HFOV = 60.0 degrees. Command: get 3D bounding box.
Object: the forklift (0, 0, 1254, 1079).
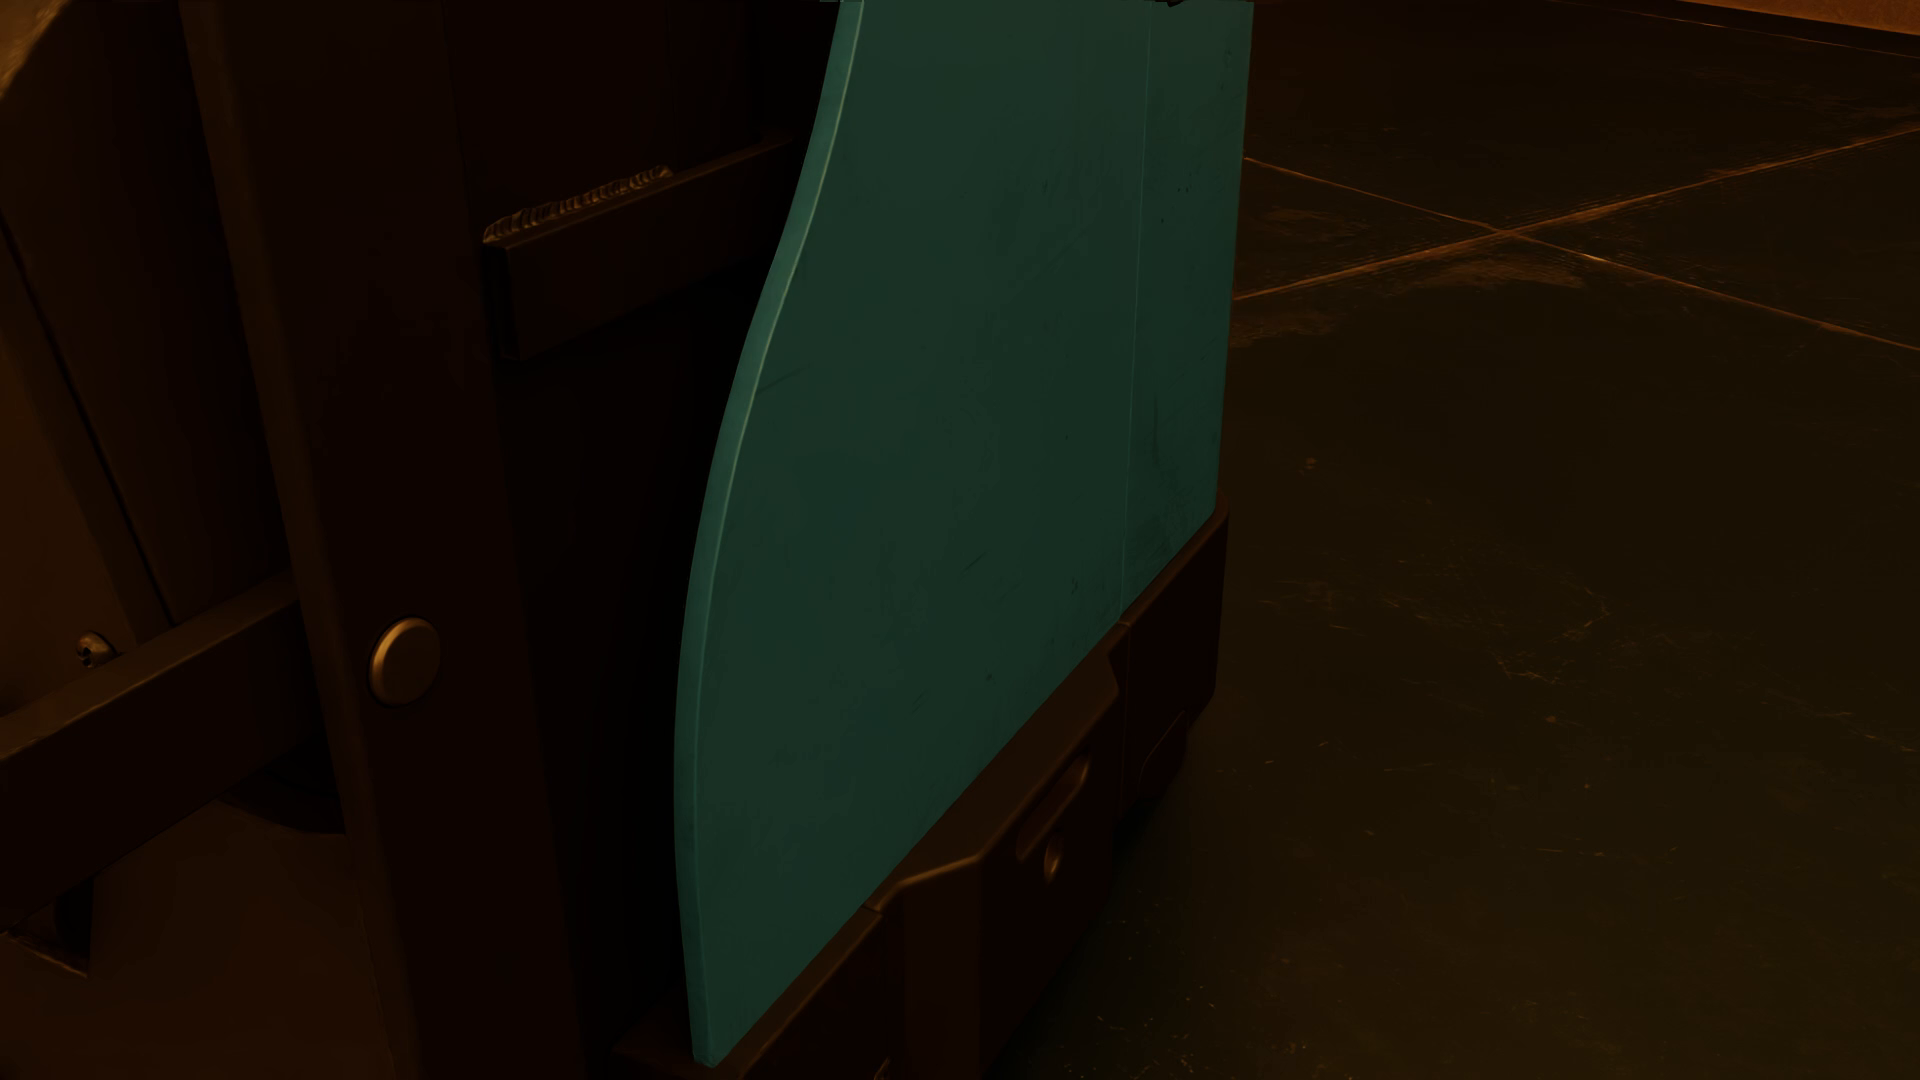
[{"bbox_3d":[-0.827,-0.607,0.441,1.130,2.935,3.031,13,30,25],"label":"forklift"}]
